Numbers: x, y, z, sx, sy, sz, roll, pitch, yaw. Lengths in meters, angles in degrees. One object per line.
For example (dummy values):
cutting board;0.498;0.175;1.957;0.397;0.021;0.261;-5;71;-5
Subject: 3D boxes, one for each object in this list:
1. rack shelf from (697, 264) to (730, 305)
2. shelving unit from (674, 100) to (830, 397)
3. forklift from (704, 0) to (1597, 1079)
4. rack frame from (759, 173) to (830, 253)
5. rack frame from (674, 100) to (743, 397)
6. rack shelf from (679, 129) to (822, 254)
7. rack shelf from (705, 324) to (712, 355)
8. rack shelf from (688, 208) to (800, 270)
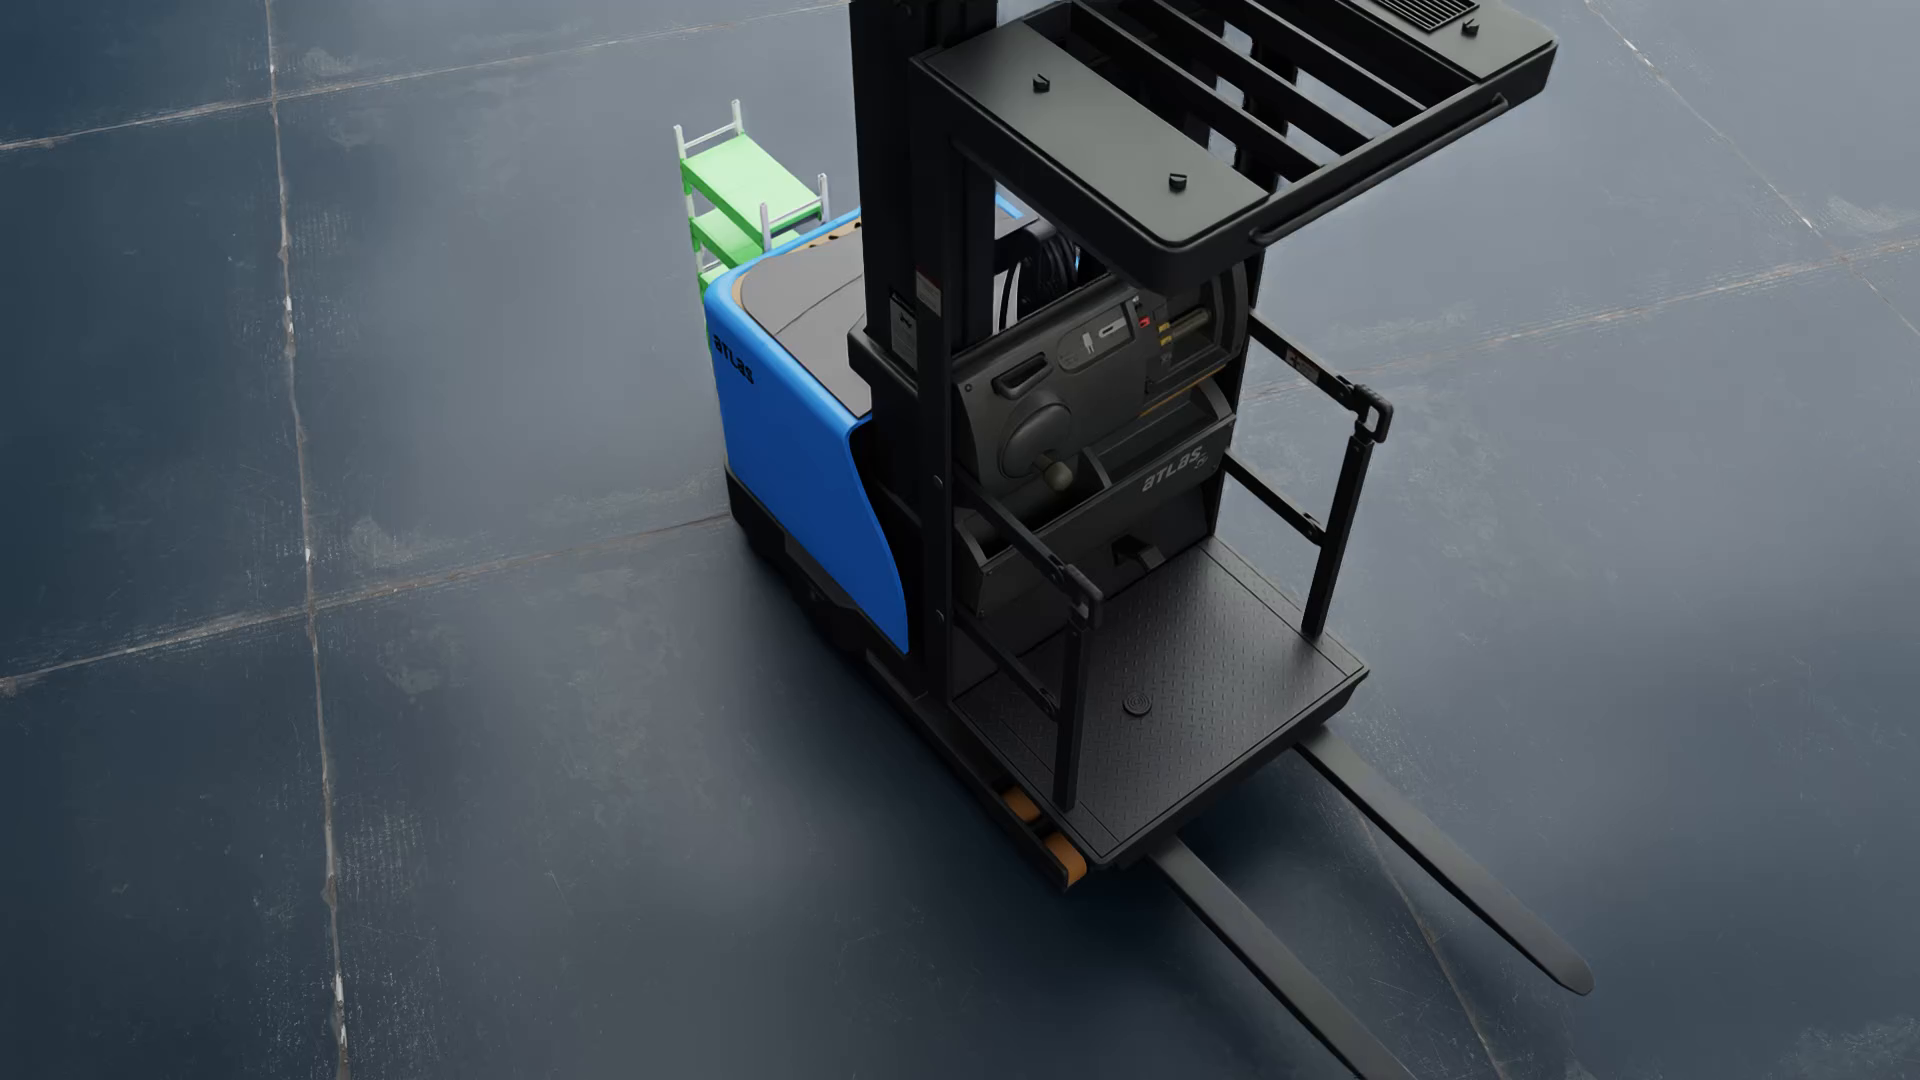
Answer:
rack shelf;-0.662;-0.791;5.715;0.258;0.148;0.480;-31;56;-23
shelving unit;-0.662;-0.832;5.667;0.258;1.200;0.503;-31;56;-23
forklift;0.514;-0.365;4.141;1.130;2.935;3.031;-31;56;-23
rack frame;-0.511;-0.685;5.543;0.240;1.200;0.015;-31;56;-23
rack frame;-0.813;-0.979;5.790;0.240;1.200;0.015;-31;56;-23
rack shelf;-0.662;-1.100;5.348;0.258;0.148;0.480;-31;56;-23
rack shelf;-0.662;-0.636;5.899;0.258;0.148;0.480;-31;56;-23
rack shelf;-0.662;-0.945;5.532;0.258;0.148;0.480;-31;56;-23
